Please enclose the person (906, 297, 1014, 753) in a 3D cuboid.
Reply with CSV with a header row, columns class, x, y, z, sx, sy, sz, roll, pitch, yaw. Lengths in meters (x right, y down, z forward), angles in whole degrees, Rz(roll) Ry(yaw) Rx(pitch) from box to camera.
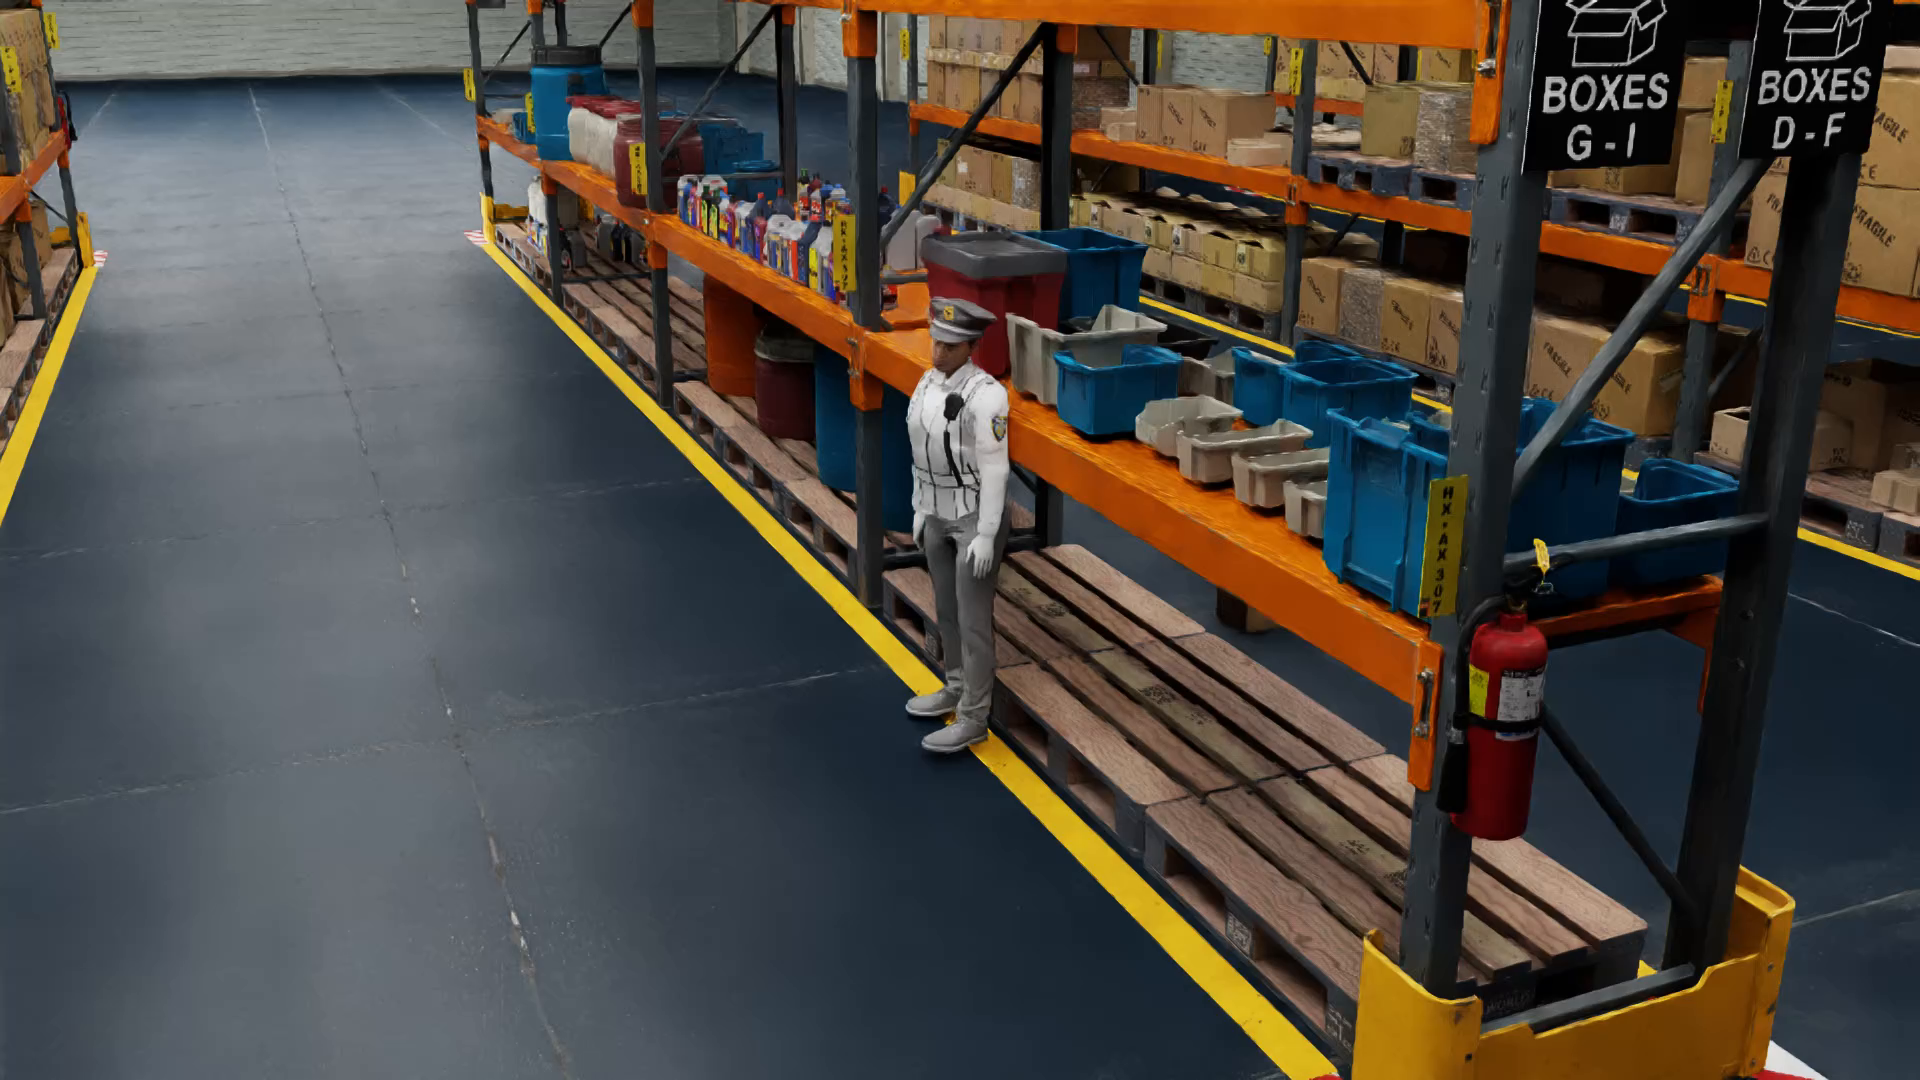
class,x,y,z,sx,sy,sz,roll,pitch,yaw
person,-0.040,-0.058,6.133,0.435,1.684,0.537,-14,23,-35
